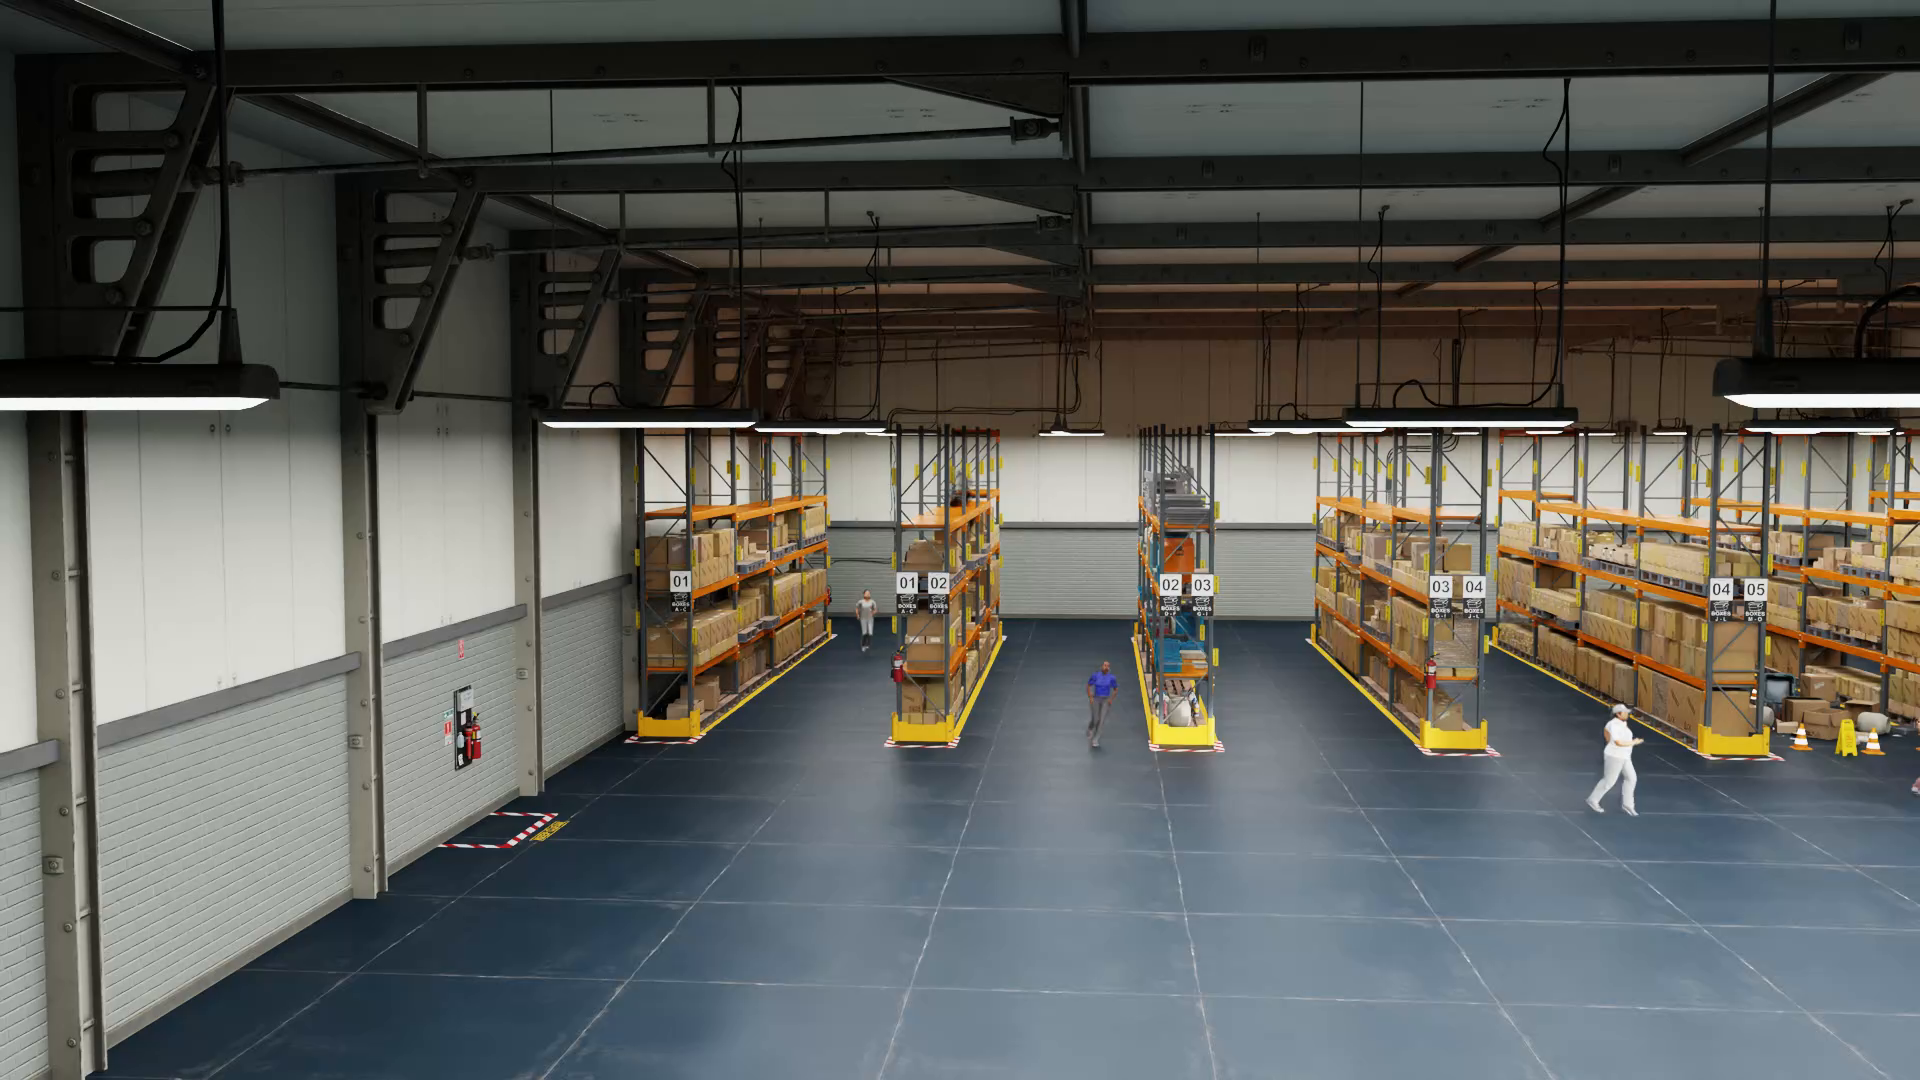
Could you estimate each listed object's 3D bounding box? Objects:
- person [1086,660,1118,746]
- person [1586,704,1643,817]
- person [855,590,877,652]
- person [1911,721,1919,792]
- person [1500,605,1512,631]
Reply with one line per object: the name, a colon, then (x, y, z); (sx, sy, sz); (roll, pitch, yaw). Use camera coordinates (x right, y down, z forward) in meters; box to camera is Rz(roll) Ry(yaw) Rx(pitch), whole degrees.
person: (2.665, 3.040, 31.211); (0.568, 1.605, 0.523); (0, 3, -4)
person: (9.962, 3.354, 25.278); (0.795, 1.738, 0.595); (2, 4, 34)
person: (-2.411, 2.092, 42.965); (0.550, 1.625, 0.564); (-1, 4, -12)
person: (15.534, 3.287, 26.396); (0.565, 1.670, 0.725); (-3, 5, -40)
person: (15.641, 2.058, 47.428); (0.629, 1.658, 0.675); (1, 4, 21)
